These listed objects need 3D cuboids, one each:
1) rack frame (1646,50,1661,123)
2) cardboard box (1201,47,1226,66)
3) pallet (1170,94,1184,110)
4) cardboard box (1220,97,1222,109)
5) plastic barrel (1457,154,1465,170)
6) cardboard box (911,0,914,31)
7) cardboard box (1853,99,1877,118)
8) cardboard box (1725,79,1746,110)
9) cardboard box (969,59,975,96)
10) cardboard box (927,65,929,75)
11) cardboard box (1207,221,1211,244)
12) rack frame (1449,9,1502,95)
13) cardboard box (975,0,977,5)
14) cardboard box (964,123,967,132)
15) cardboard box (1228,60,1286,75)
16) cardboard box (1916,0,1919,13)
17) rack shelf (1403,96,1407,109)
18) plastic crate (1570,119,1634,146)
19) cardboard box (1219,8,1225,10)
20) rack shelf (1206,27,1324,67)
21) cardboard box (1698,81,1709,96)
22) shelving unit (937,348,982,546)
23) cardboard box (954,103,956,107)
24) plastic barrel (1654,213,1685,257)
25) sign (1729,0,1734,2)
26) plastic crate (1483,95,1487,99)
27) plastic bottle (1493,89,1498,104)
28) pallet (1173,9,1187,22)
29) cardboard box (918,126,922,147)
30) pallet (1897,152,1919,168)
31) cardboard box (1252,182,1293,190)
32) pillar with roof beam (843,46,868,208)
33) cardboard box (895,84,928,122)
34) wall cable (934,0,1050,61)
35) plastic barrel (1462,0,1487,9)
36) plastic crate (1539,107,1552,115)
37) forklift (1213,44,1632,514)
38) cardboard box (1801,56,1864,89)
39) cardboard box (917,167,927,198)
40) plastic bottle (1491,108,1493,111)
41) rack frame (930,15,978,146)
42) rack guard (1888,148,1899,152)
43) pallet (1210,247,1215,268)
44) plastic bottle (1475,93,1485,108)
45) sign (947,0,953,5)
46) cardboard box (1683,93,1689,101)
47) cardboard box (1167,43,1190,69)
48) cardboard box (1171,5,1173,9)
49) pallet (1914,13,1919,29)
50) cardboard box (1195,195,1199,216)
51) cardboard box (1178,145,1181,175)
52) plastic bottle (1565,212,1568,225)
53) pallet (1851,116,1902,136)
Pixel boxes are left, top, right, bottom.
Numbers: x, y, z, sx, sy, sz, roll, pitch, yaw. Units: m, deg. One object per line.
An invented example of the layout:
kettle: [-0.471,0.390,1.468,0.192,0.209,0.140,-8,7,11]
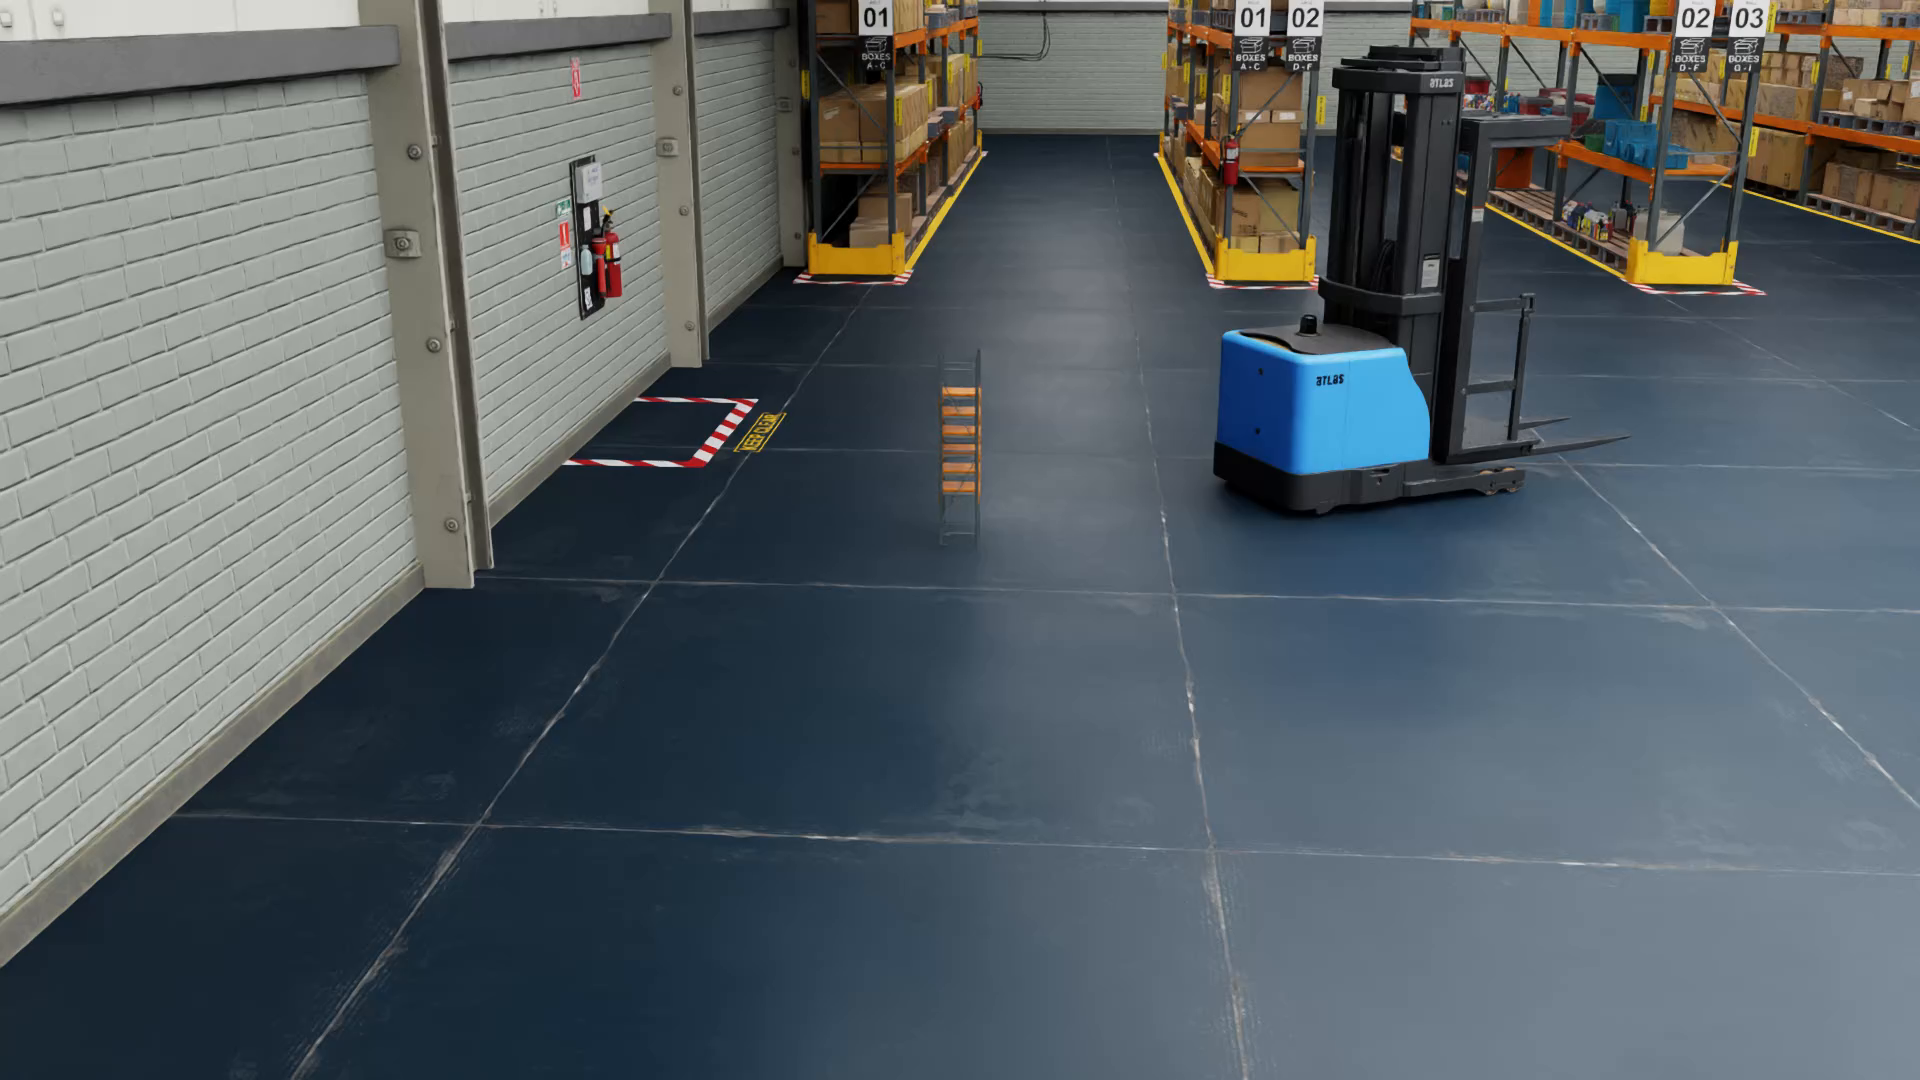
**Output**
rack frame: [14.690,-9.339,34.106,1.000,3.000,0.127,1,18,4]
cardboard box: [4.873,-9.142,31.738,0.500,0.500,0.500,1,18,2]
pallet: [4.356,-7.982,30.273,1.003,0.211,1.213,1,18,4]
cardboard box: [3.664,-5.793,22.084,0.380,0.149,0.250,1,18,2]
plastic barrel: [9.407,-7.241,30.399,0.600,0.901,0.708,1,18,4]
cardboard box: [-0.881,-6.776,21.275,0.500,0.500,0.500,2,18,7]
cardboard box: [13.767,-6.467,24.908,0.500,0.250,0.500,1,18,2]
cardboard box: [14.121,-8.006,29.880,0.500,0.500,0.500,1,18,4]
cardboard box: [-0.200,-9.428,33.897,0.980,0.700,0.700,1,18,3]
cardboard box: [-0.700,-7.643,27.021,0.380,0.149,0.250,-1,18,-3]
cardboard box: [3.464,-3.969,21.459,0.500,0.250,0.500,1,18,4]
rack frame: [9.463,-8.207,30.652,1.000,3.000,0.127,1,18,4]
cardboard box: [0.080,-11.038,33.881,0.500,0.250,0.500,2,18,6]
cardboard box: [-0.056,-8.080,32.564,0.380,0.149,0.250,2,18,6]
cardboard box: [3.816,-5.892,21.344,0.700,0.500,0.500,1,18,4]
cardboard box: [14.029,-7.722,23.515,0.797,0.503,0.637,2,18,6]
rack shelf: [9.606,-8.486,32.659,1.077,0.370,4.000,1,18,4]
plastic crate: [8.725,-5.533,22.591,0.767,0.338,0.504,1,18,4]
cardboard box: [4.039,-7.749,24.005,0.500,0.250,0.500,0,18,-1]
rack shelf: [3.806,-6.296,21.159,1.077,0.370,4.000,1,18,4]
cardboard box: [14.208,-8.470,31.218,0.500,0.250,0.500,2,18,6]
shelving unit: [-0.001,-0.566,10.222,0.258,1.200,0.189,1,18,4]
cardboard box: [-0.263,-7.891,30.058,0.380,0.149,0.250,1,18,4]
plastic barrel: [8.573,-3.703,20.229,0.421,0.512,0.421,0,18,0]
sign: [13.849,-9.817,29.791,0.100,0.325,0.005,1,18,4]
plastic crate: [9.639,-8.251,31.115,0.396,0.136,0.243,1,18,4]
plastic bottle: [9.566,-7.836,29.600,0.144,0.351,0.185,1,18,4]
pallet: [4.334,-9.132,28.958,1.213,0.211,1.003,1,18,4]
cardboard box: [-0.789,-5.417,22.345,0.500,0.250,0.500,1,18,4]
pallet: [19.531,-7.596,33.267,1.003,0.211,1.213,1,18,4]
cardboard box: [3.979,-4.313,21.307,0.500,0.500,0.500,1,18,4]
pillar with roof beam: [2.632,-9.556,25.135,9.100,9.000,0.400,1,18,4]
cardboard box: [-0.718,-6.084,23.178,0.500,0.500,0.500,1,18,4]
wall cable: [0.630,-12.794,40.004,3.097,2.526,0.112,1,18,4]
plastic barrel: [9.175,-9.739,29.616,0.433,0.535,0.433,0,18,0]
plastic crate: [8.658,-6.064,24.138,0.392,0.384,0.575,1,18,4]
forklift: [3.331,-1.842,11.339,3.031,2.935,1.130,-8,20,-22]
cardboard box: [14.185,-7.605,27.043,0.797,0.503,0.637,2,18,6]
cardboard box: [-0.892,-5.513,25.738,0.700,0.500,0.500,1,18,5]
plastic bottle: [8.806,-7.041,27.412,0.097,0.201,0.097,0,18,0]
rack frame: [-0.132,-9.670,35.118,1.000,3.000,0.127,1,18,4]
rack guard: [19.624,-7.985,33.989,1.175,0.500,0.348,1,18,4]
pallet: [3.675,-3.505,20.781,1.003,0.211,1.213,1,18,4]
plastic bottle: [8.914,-7.480,28.512,0.144,0.351,0.185,1,18,4]
sign: [-0.164,-8.844,26.949,0.100,0.325,0.005,1,18,4]
cardboard box: [14.209,-8.557,32.124,0.380,0.149,0.250,2,18,5]
cardboard box: [4.514,-9.952,34.210,0.500,0.500,0.500,2,18,6]
cardboard box: [4.436,-10.451,32.924,0.500,0.250,0.500,1,18,4]
pallet: [13.980,-7.137,22.872,1.213,0.211,1.003,1,18,4]
cardboard box: [3.690,-4.862,24.186,0.500,0.250,0.500,1,18,3]
cardboard box: [4.137,-6.717,29.413,0.500,0.500,0.500,1,18,2]
plastic bottle: [8.415,-4.449,22.971,0.097,0.201,0.097,0,18,0]
pallet: [14.015,-6.147,24.674,1.003,0.211,1.213,1,18,4]
